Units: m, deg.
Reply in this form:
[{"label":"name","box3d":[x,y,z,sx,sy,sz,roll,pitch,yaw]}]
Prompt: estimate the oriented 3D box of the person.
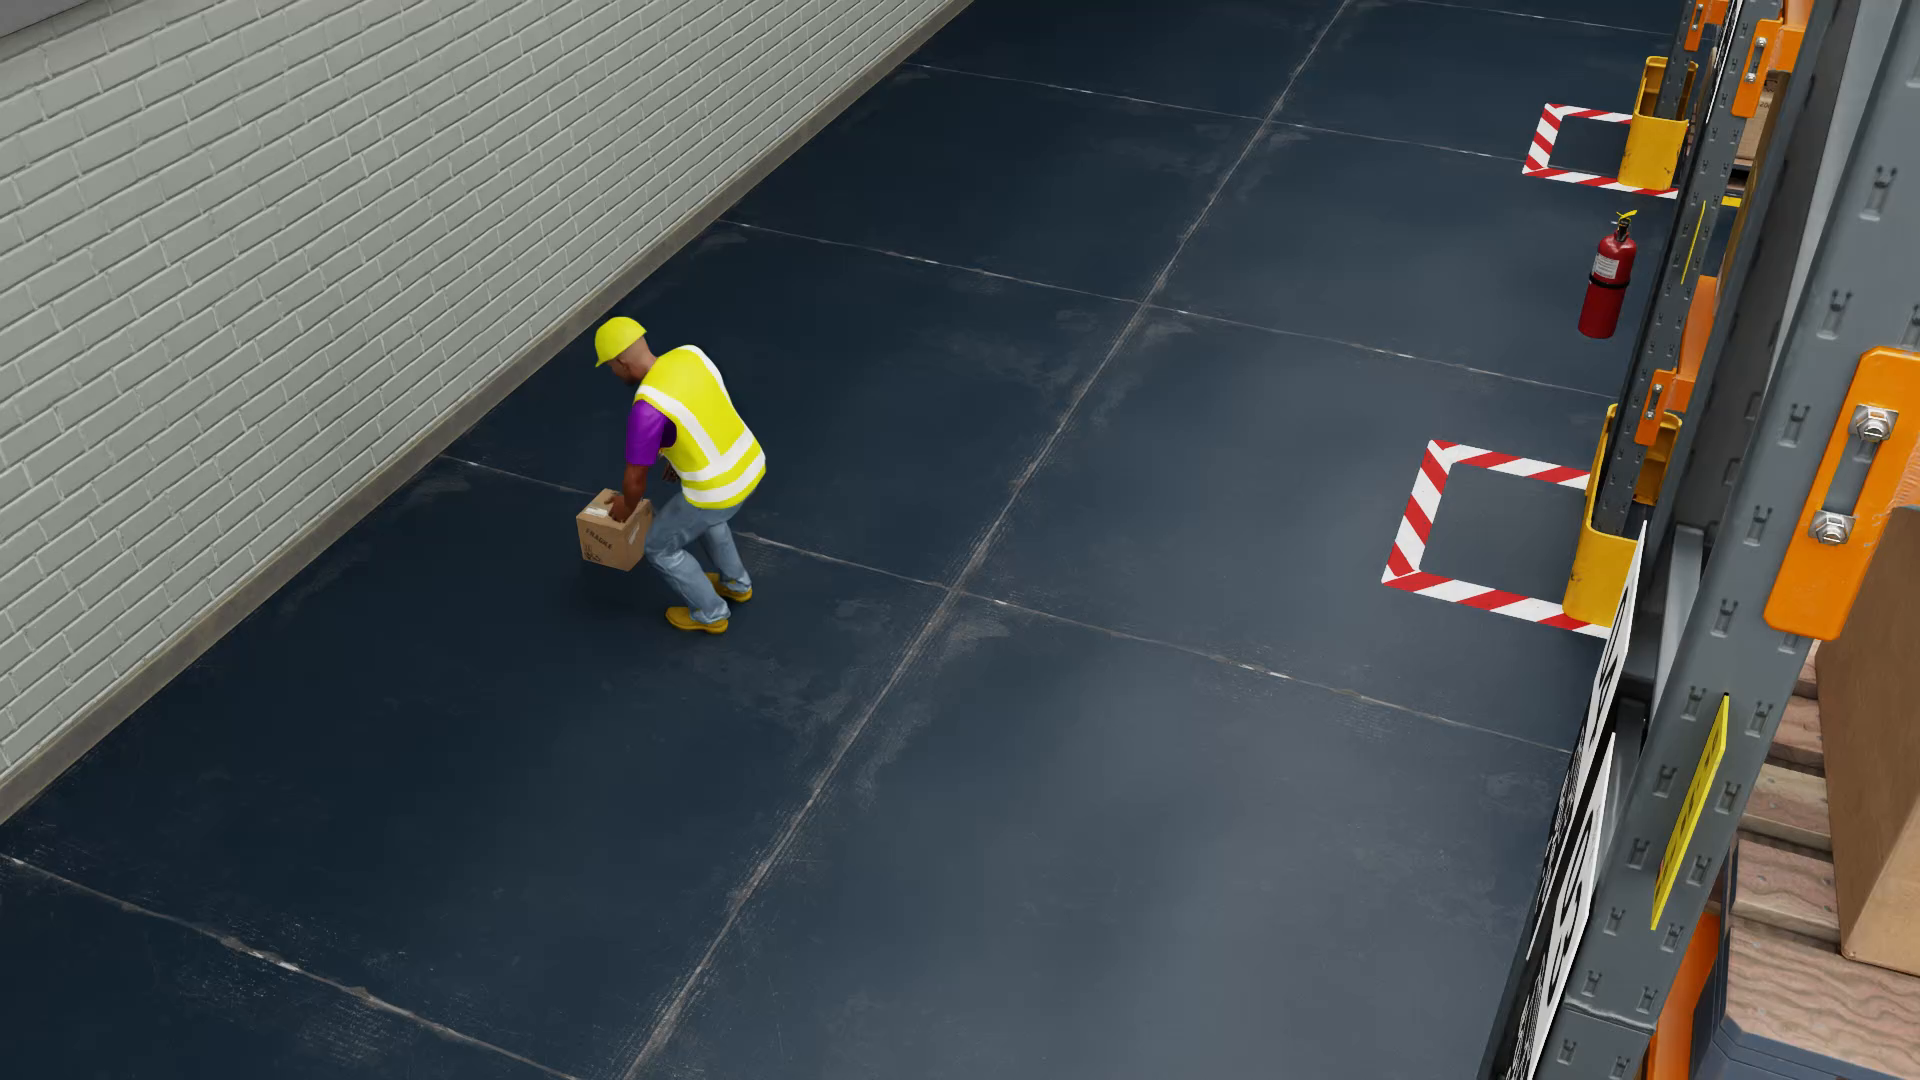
[{"label":"person","box3d":[-1.229,-0.275,7.367,0.687,1.517,0.627,14,40,18]}]
